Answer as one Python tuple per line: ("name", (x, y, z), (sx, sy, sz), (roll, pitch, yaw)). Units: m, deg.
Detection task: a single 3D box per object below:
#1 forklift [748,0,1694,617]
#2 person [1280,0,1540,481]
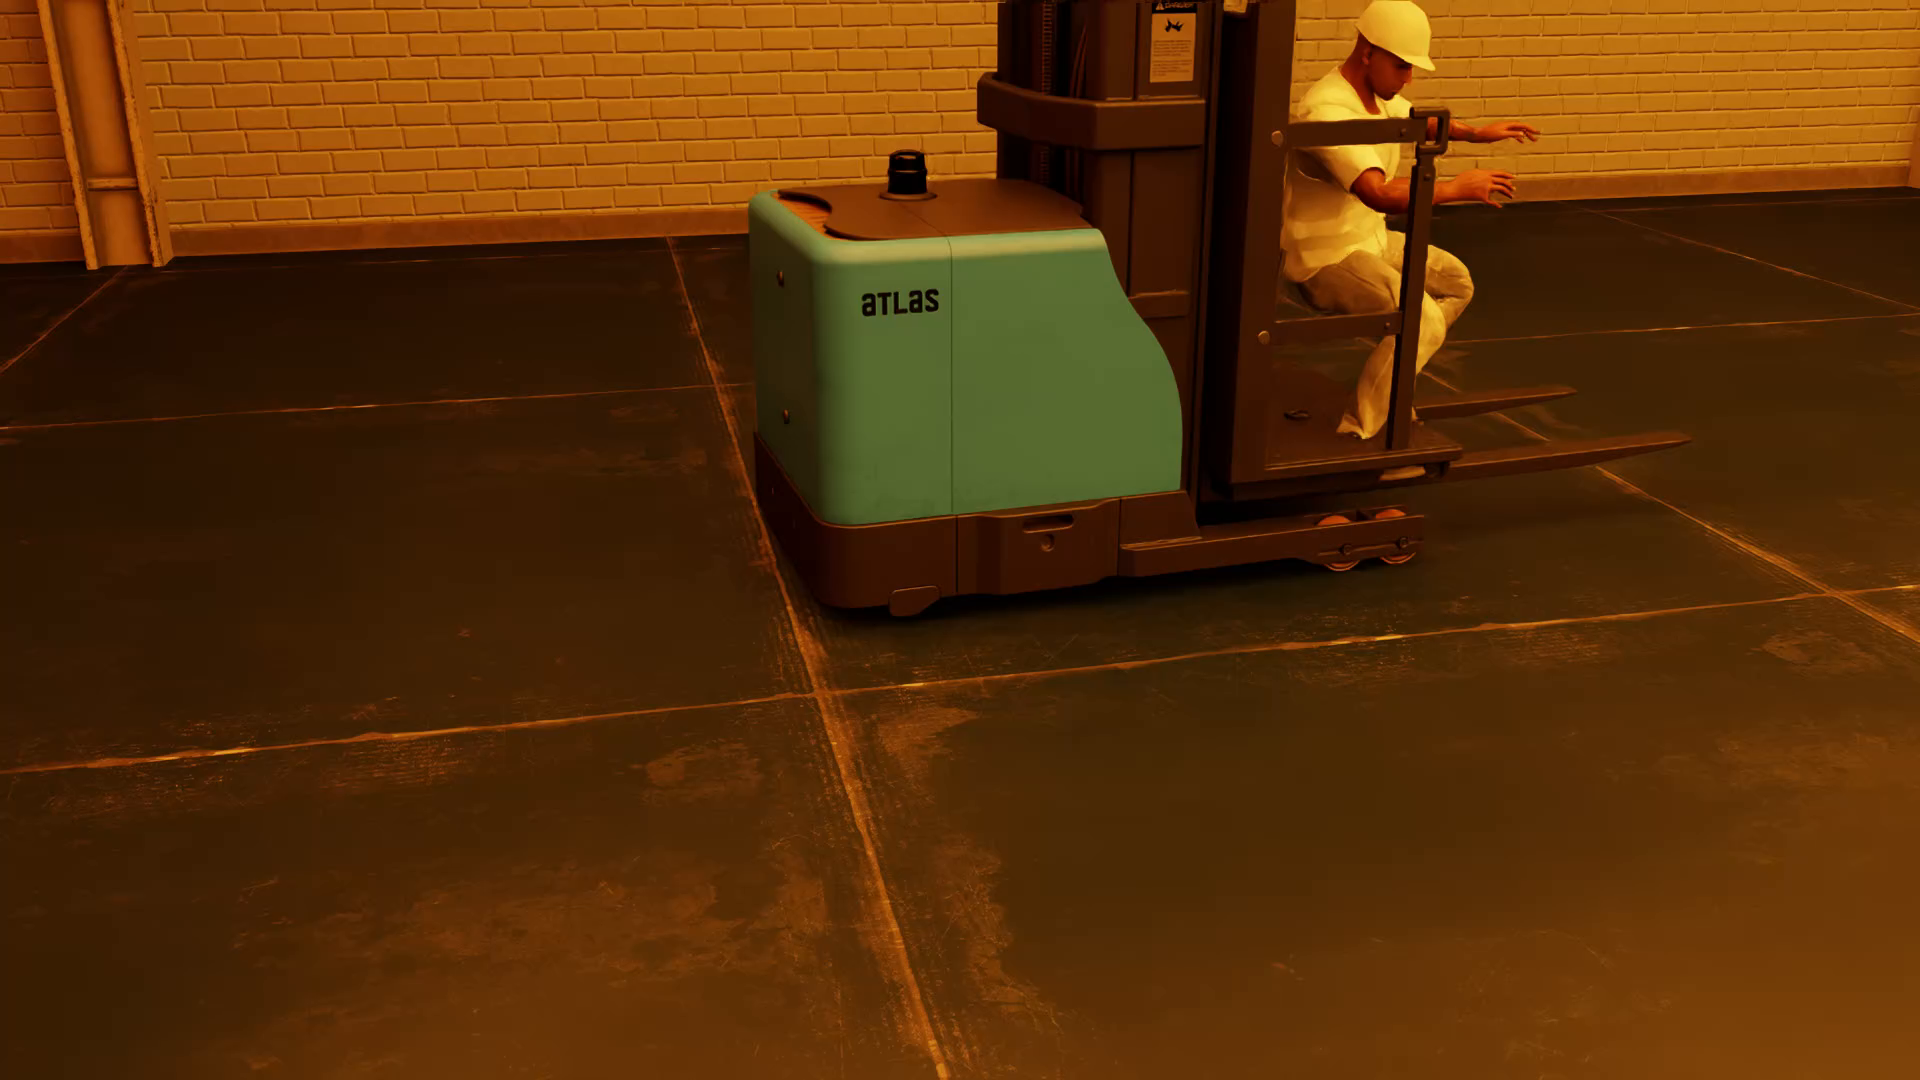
("forklift", (0.911, -1.446, 4.976), (3.031, 2.935, 1.130), (-7, 22, -17))
("person", (1.414, -0.969, 5.346), (0.754, 1.483, 1.055), (12, 24, 28))
